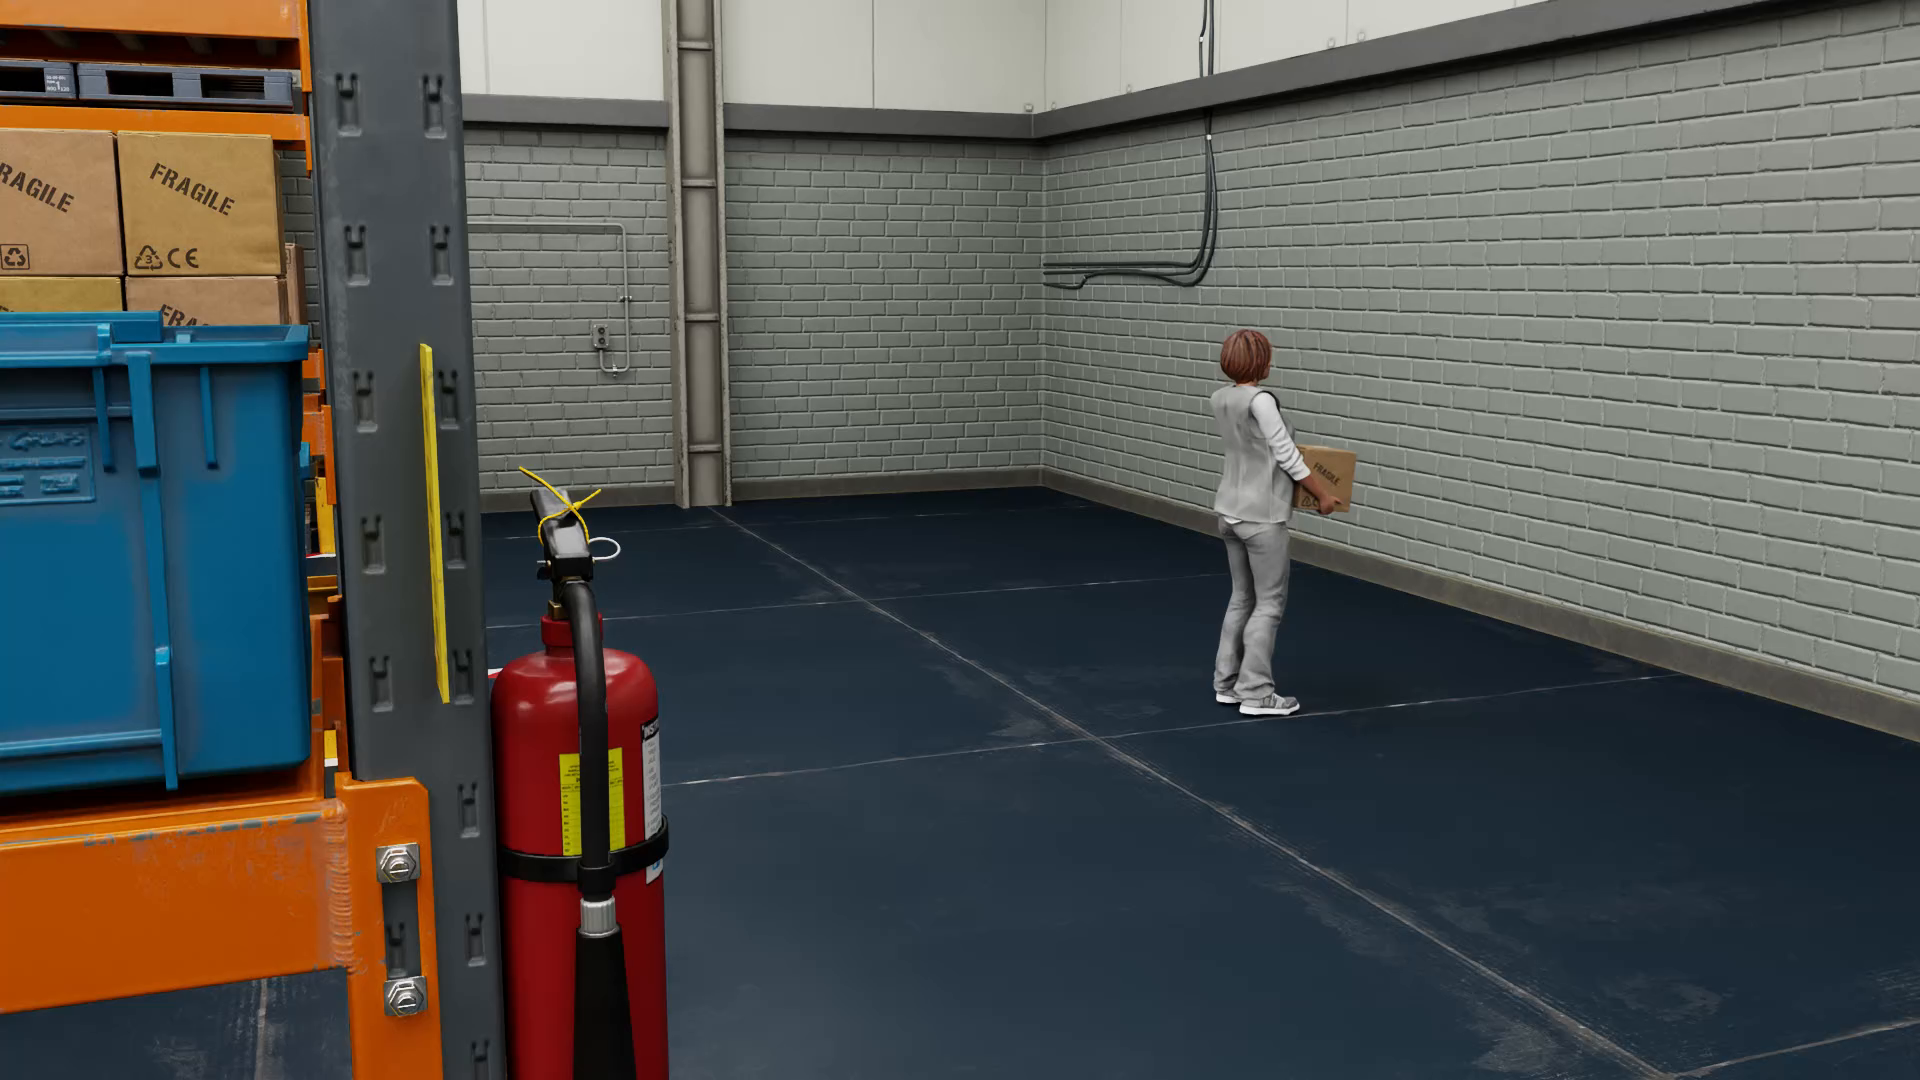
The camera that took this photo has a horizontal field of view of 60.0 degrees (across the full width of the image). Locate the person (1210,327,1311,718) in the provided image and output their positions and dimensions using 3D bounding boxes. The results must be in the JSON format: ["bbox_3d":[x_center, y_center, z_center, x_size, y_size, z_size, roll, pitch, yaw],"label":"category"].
[{"bbox_3d":[1.231,-0.080,6.901,0.350,1.593,0.471,-4,10,-22],"label":"person"}]
